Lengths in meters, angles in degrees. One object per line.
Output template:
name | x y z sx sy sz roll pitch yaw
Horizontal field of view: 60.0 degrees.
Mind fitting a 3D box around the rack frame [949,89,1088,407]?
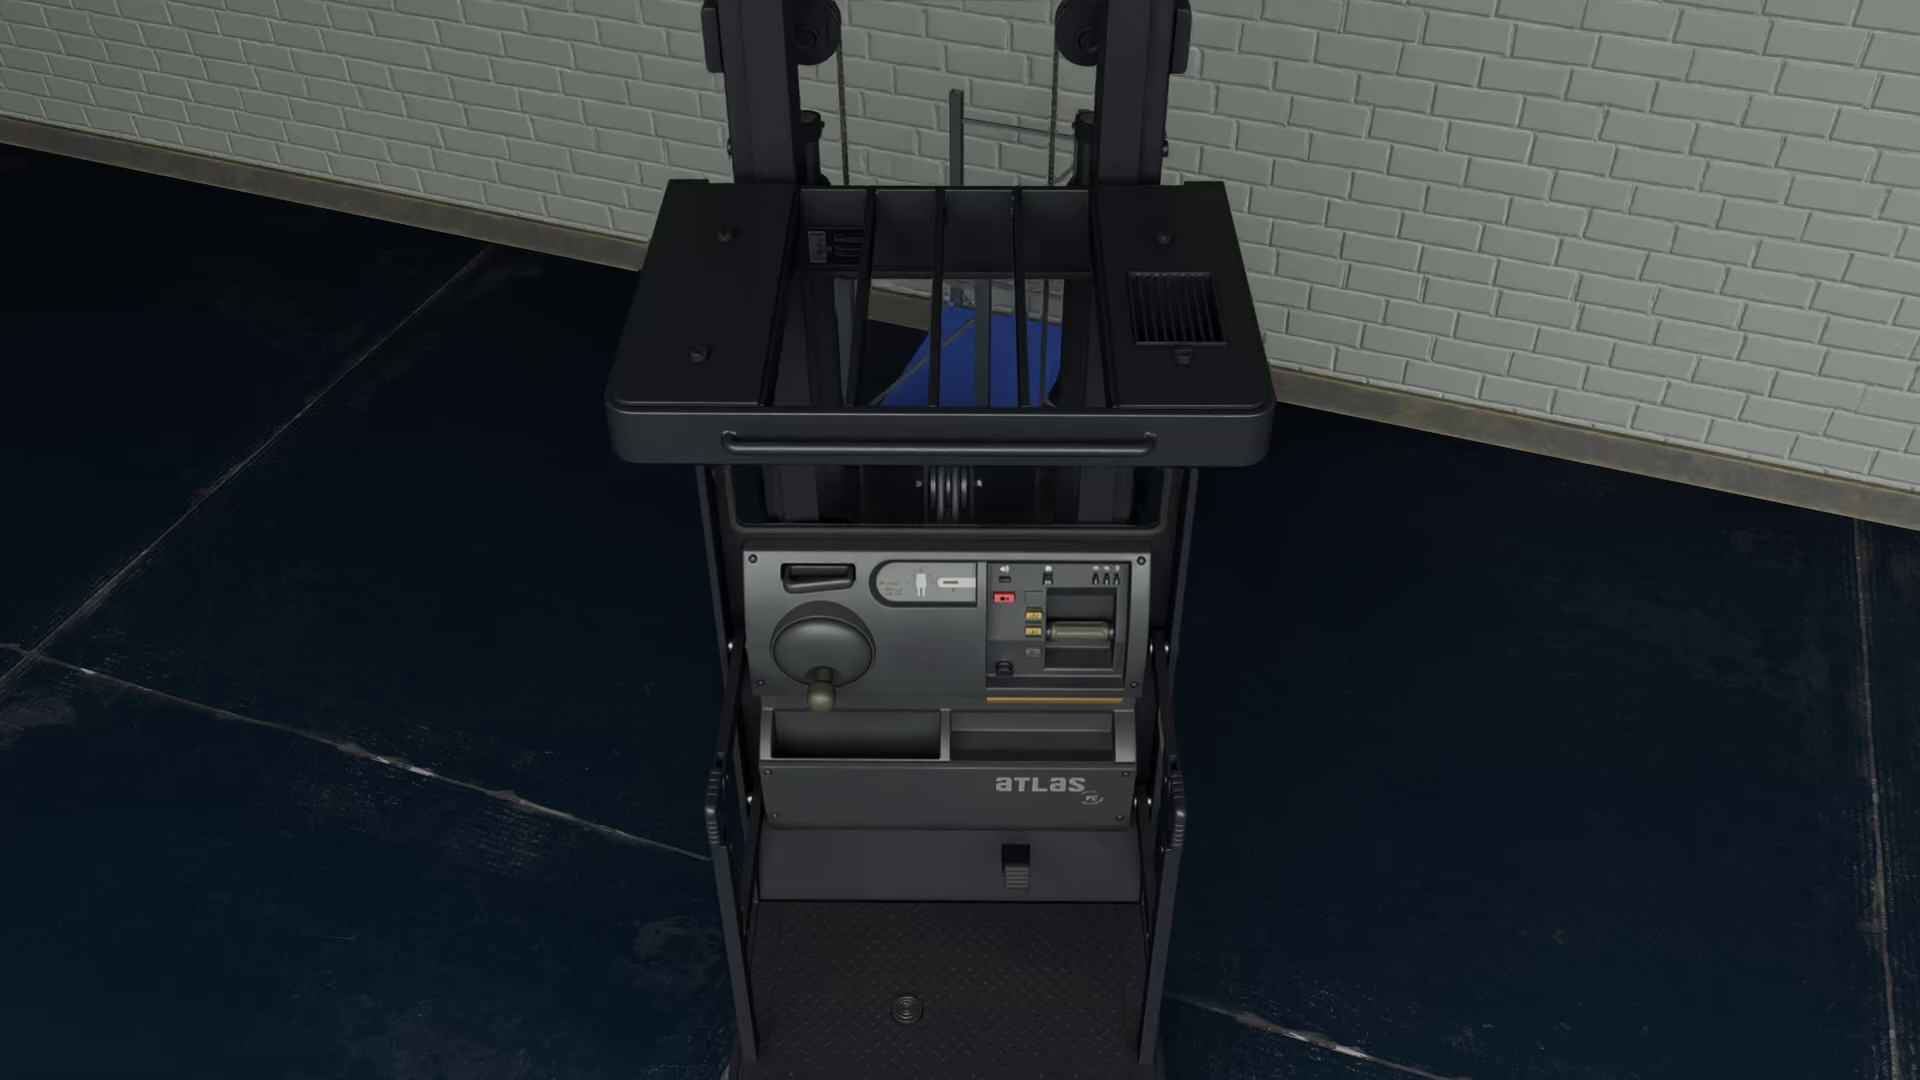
rack frame | 0.203 -0.933 6.188 0.500 1.500 0.032 13 42 15

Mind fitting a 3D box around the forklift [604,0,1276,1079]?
forklift | -0.029 0.278 3.665 1.130 2.935 3.031 0 40 0

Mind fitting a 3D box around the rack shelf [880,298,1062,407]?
rack shelf | 0.029 -0.486 5.941 0.538 0.185 1.000 13 42 15

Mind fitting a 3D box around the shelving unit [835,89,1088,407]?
shelving unit | 0.029 -0.623 5.824 0.538 1.500 1.048 13 42 15

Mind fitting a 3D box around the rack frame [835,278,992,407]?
rack frame | -0.145 -0.313 5.461 0.500 1.500 0.032 13 42 15
